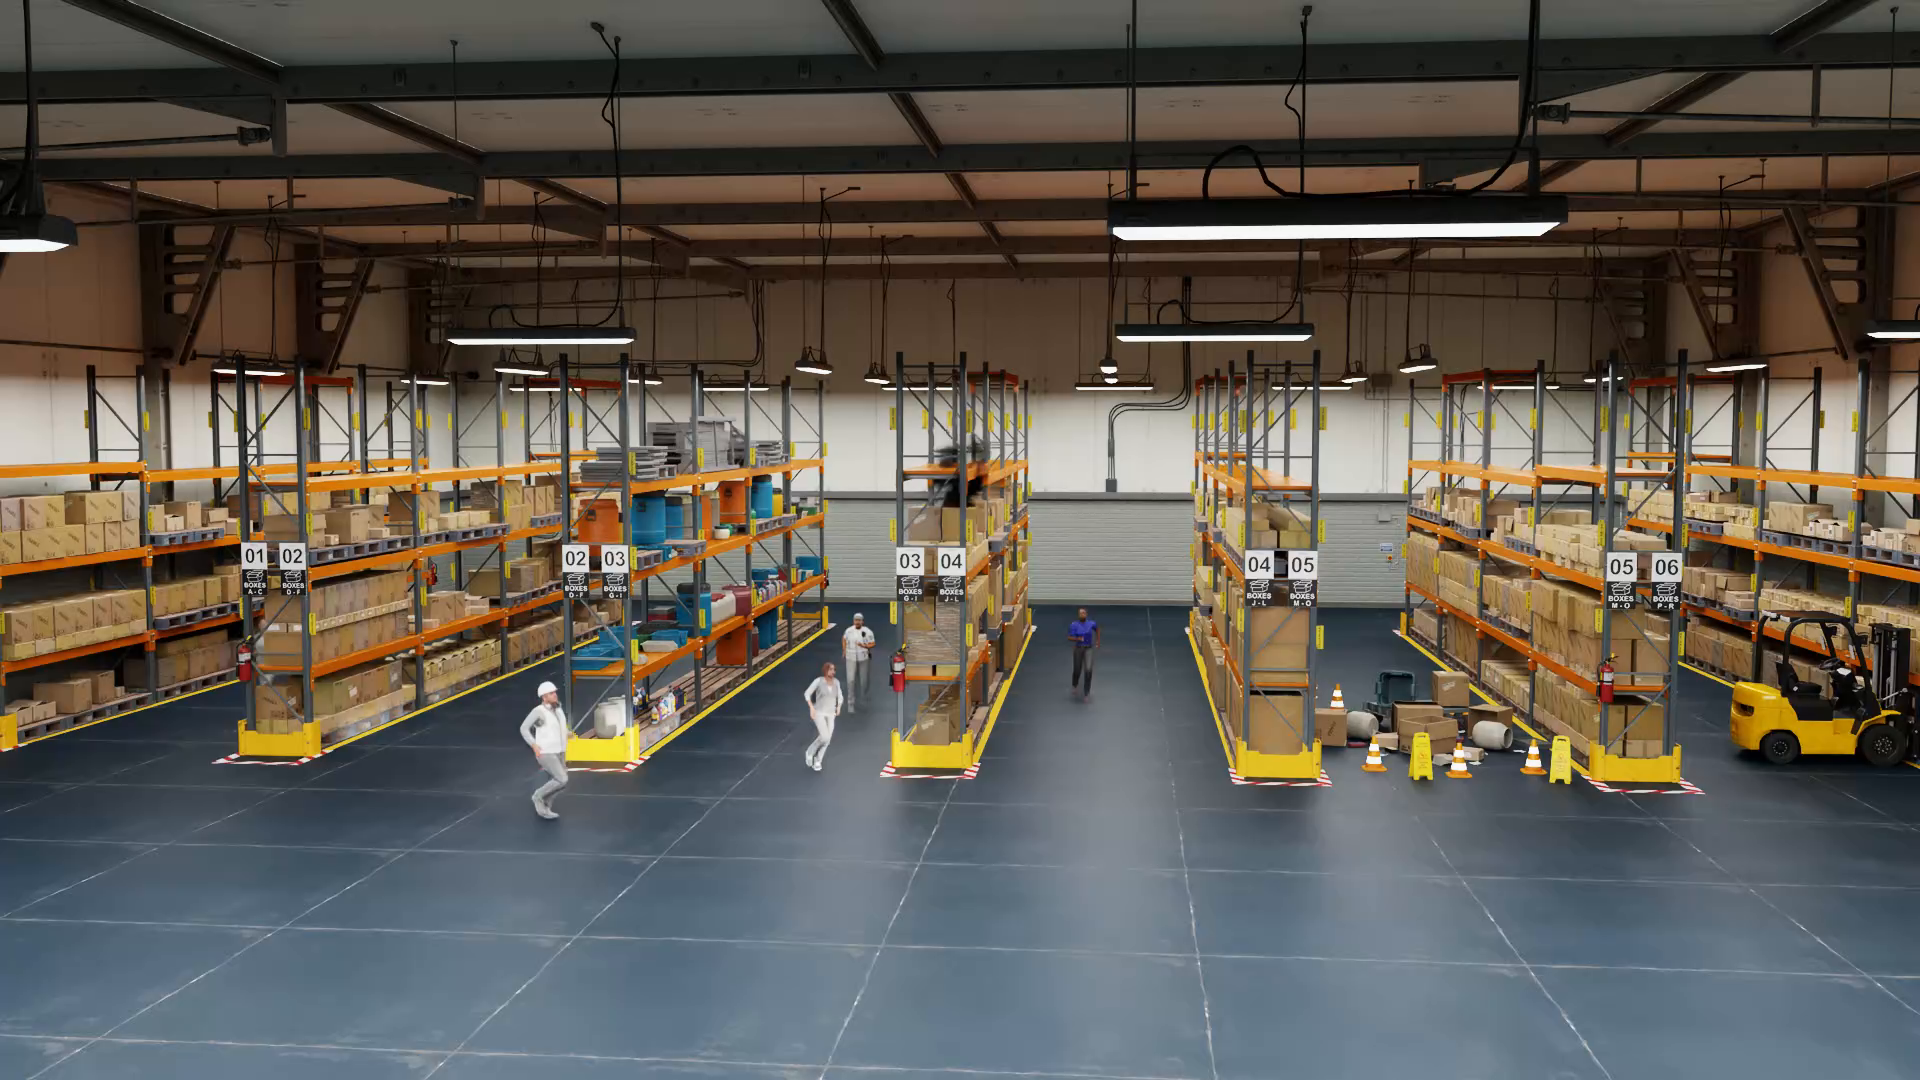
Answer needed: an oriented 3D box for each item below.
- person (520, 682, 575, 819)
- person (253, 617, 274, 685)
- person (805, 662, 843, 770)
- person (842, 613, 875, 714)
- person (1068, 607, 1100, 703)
[{"bbox_3d":[-5.096,2.648,20.854,0.591,1.730,0.644,2,4,23],"label":"person"},{"bbox_3d":[-11.785,2.170,28.298,0.584,1.743,0.747,0,4,2],"label":"person"},{"bbox_3d":[-1.910,2.531,23.899,0.534,1.553,0.502,-2,5,-31],"label":"person"},{"bbox_3d":[-1.765,2.112,28.866,0.589,1.706,0.847,0,4,1],"label":"person"},{"bbox_3d":[2.229,2.054,29.987,0.585,1.704,0.891,0,4,2],"label":"person"}]
